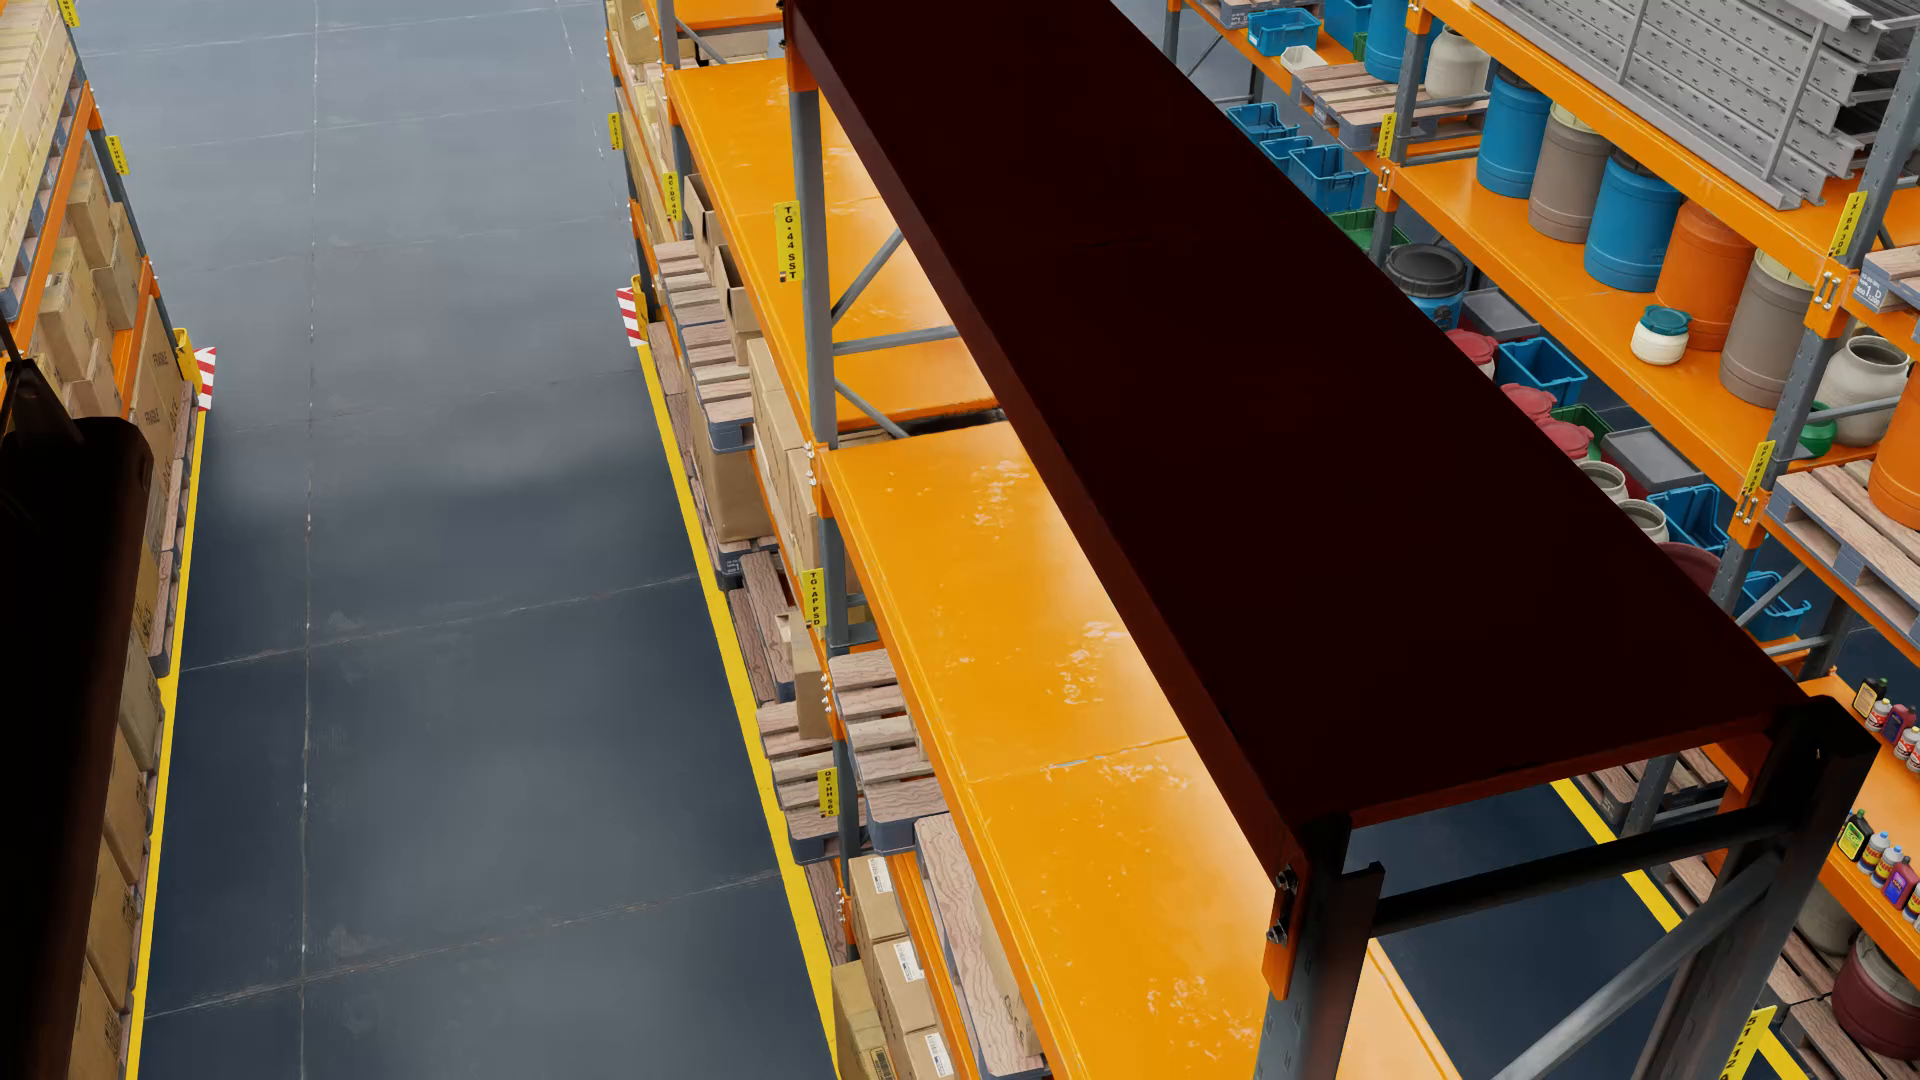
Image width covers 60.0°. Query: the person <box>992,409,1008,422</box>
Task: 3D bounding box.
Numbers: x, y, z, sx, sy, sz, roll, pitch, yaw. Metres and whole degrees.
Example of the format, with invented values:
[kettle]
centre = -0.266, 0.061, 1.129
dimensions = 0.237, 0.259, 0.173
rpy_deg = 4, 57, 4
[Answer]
[person]
centre = 0.511, -1.016, 12.665
dimensions = 0.568, 1.770, 0.668
rpy_deg = 15, 41, 18
